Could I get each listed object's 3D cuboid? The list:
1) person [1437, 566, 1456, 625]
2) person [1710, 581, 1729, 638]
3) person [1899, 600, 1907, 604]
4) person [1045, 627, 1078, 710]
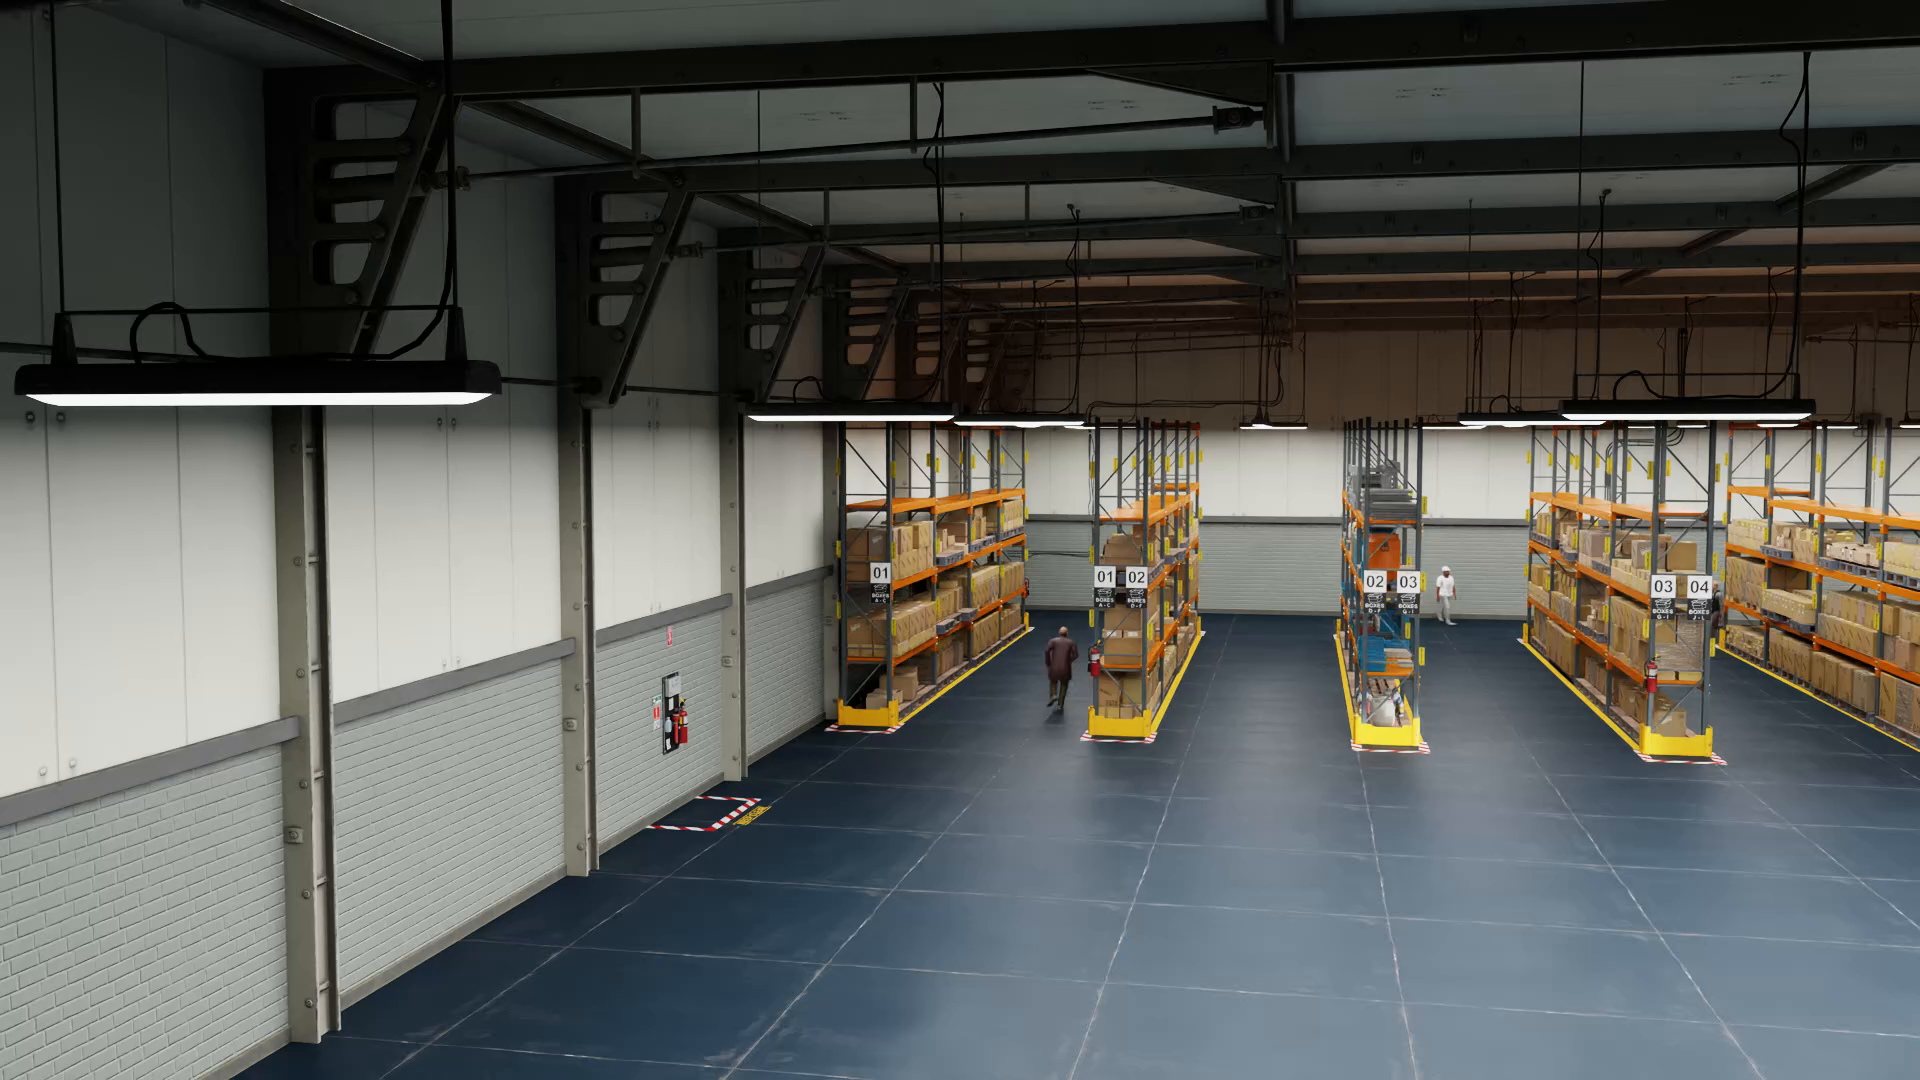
[{"bbox_3d":[14.457,1.638,49.514,0.608,1.751,0.862,-2,4,-22],"label":"person"},{"bbox_3d":[20.576,1.949,45.170,0.945,1.686,0.542,0,4,-3],"label":"person"},{"bbox_3d":[23.398,2.257,41.222,0.389,1.559,0.885,-2,4,-22],"label":"person"},{"bbox_3d":[2.102,2.652,34.511,0.673,1.675,0.831,1,4,12],"label":"person"}]
